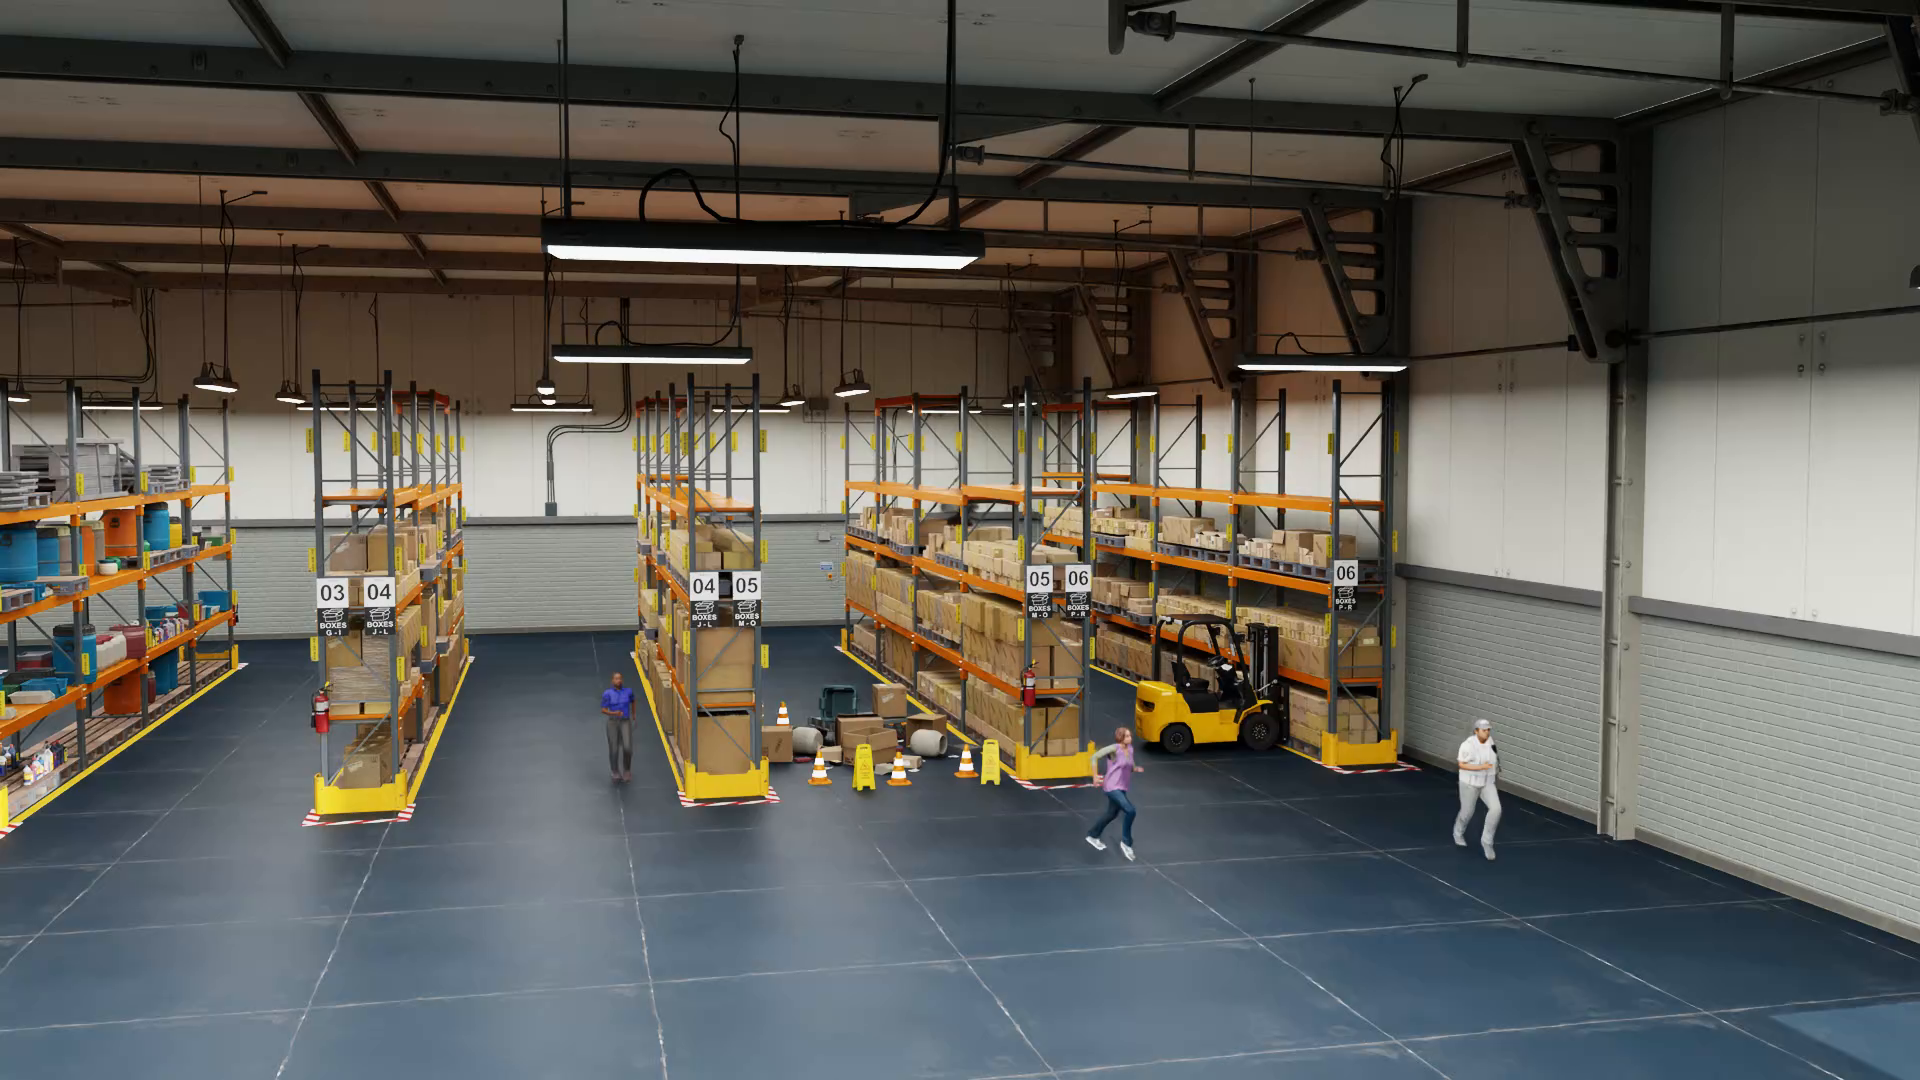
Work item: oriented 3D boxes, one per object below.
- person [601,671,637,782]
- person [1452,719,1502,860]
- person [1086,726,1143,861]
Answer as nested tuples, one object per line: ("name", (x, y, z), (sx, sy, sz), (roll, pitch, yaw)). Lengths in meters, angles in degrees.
("person", (-5.014, 2.761, 24.542), (0.546, 1.648, 0.670), (-1, 3, -18))
("person", (6.303, 3.011, 20.328), (0.626, 1.704, 0.829), (-1, 3, -17))
("person", (1.868, 3.058, 20.132), (0.790, 1.589, 0.555), (3, 4, 40))
